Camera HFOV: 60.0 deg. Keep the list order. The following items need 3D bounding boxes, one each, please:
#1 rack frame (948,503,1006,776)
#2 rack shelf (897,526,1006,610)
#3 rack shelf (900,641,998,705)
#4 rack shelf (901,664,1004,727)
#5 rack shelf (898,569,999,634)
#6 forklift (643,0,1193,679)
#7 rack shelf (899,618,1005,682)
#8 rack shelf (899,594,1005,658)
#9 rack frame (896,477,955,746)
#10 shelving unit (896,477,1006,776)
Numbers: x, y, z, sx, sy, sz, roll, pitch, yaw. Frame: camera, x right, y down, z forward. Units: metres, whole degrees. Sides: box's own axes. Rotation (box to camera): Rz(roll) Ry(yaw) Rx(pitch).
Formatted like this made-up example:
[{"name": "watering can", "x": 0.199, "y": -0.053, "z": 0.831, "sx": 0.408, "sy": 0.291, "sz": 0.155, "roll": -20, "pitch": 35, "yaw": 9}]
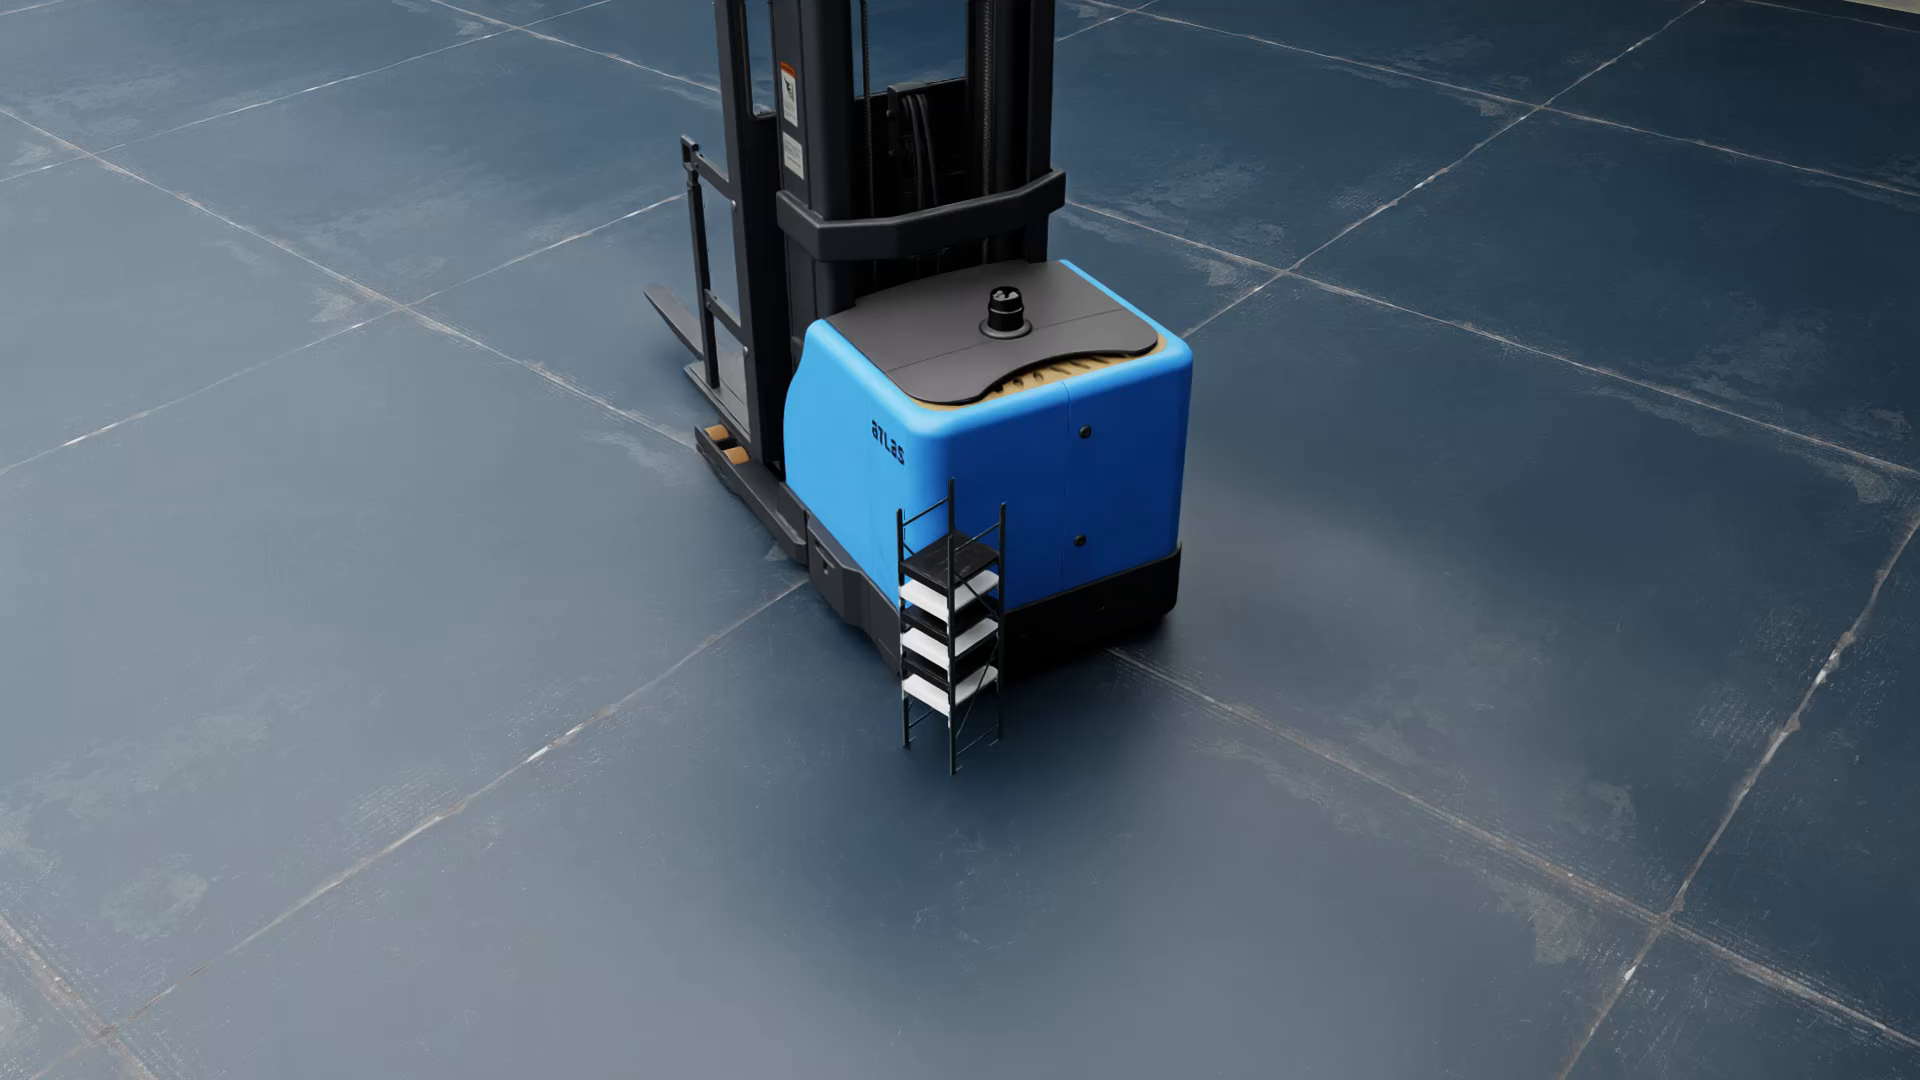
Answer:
[{"name": "rack frame", "x": 0.051, "y": 0.314, "z": 4.996, "sx": 0.006, "sy": 0.900, "sz": 0.240, "roll": 27, "pitch": 43, "yaw": 34}, {"name": "rack shelf", "x": -0.025, "y": 0.080, "z": 4.919, "sx": 0.200, "sy": 0.077, "sz": 0.258, "roll": 27, "pitch": 43, "yaw": 34}, {"name": "rack shelf", "x": -0.023, "y": 0.376, "z": 5.123, "sx": 0.200, "sy": 0.077, "sz": 0.258, "roll": 27, "pitch": 43, "yaw": 34}, {"name": "rack shelf", "x": -0.023, "y": 0.450, "z": 5.175, "sx": 0.200, "sy": 0.077, "sz": 0.258, "roll": 27, "pitch": 43, "yaw": 34}, {"name": "rack shelf", "x": -0.024, "y": 0.154, "z": 4.970, "sx": 0.200, "sy": 0.077, "sz": 0.258, "roll": 27, "pitch": 43, "yaw": 34}, {"name": "forklift", "x": -0.403, "y": -1.522, "z": 5.878, "sx": 1.130, "sy": 2.935, "sz": 3.031, "roll": -18, "pitch": 38, "yaw": -24}, {"name": "rack shelf", "x": -0.024, "y": 0.302, "z": 5.072, "sx": 0.200, "sy": 0.077, "sz": 0.258, "roll": 27, "pitch": 43, "yaw": 34}, {"name": "rack shelf", "x": -0.024, "y": 0.228, "z": 5.021, "sx": 0.200, "sy": 0.077, "sz": 0.258, "roll": 27, "pitch": 43, "yaw": 34}, {"name": "rack frame", "x": -0.098, "y": 0.236, "z": 5.110, "sx": 0.006, "sy": 0.900, "sz": 0.240, "roll": 27, "pitch": 43, "yaw": 34}, {"name": "shelving unit", "x": -0.024, "y": 0.275, "z": 5.053, "sx": 0.210, "sy": 0.900, "sz": 0.258, "roll": 27, "pitch": 43, "yaw": 34}]
